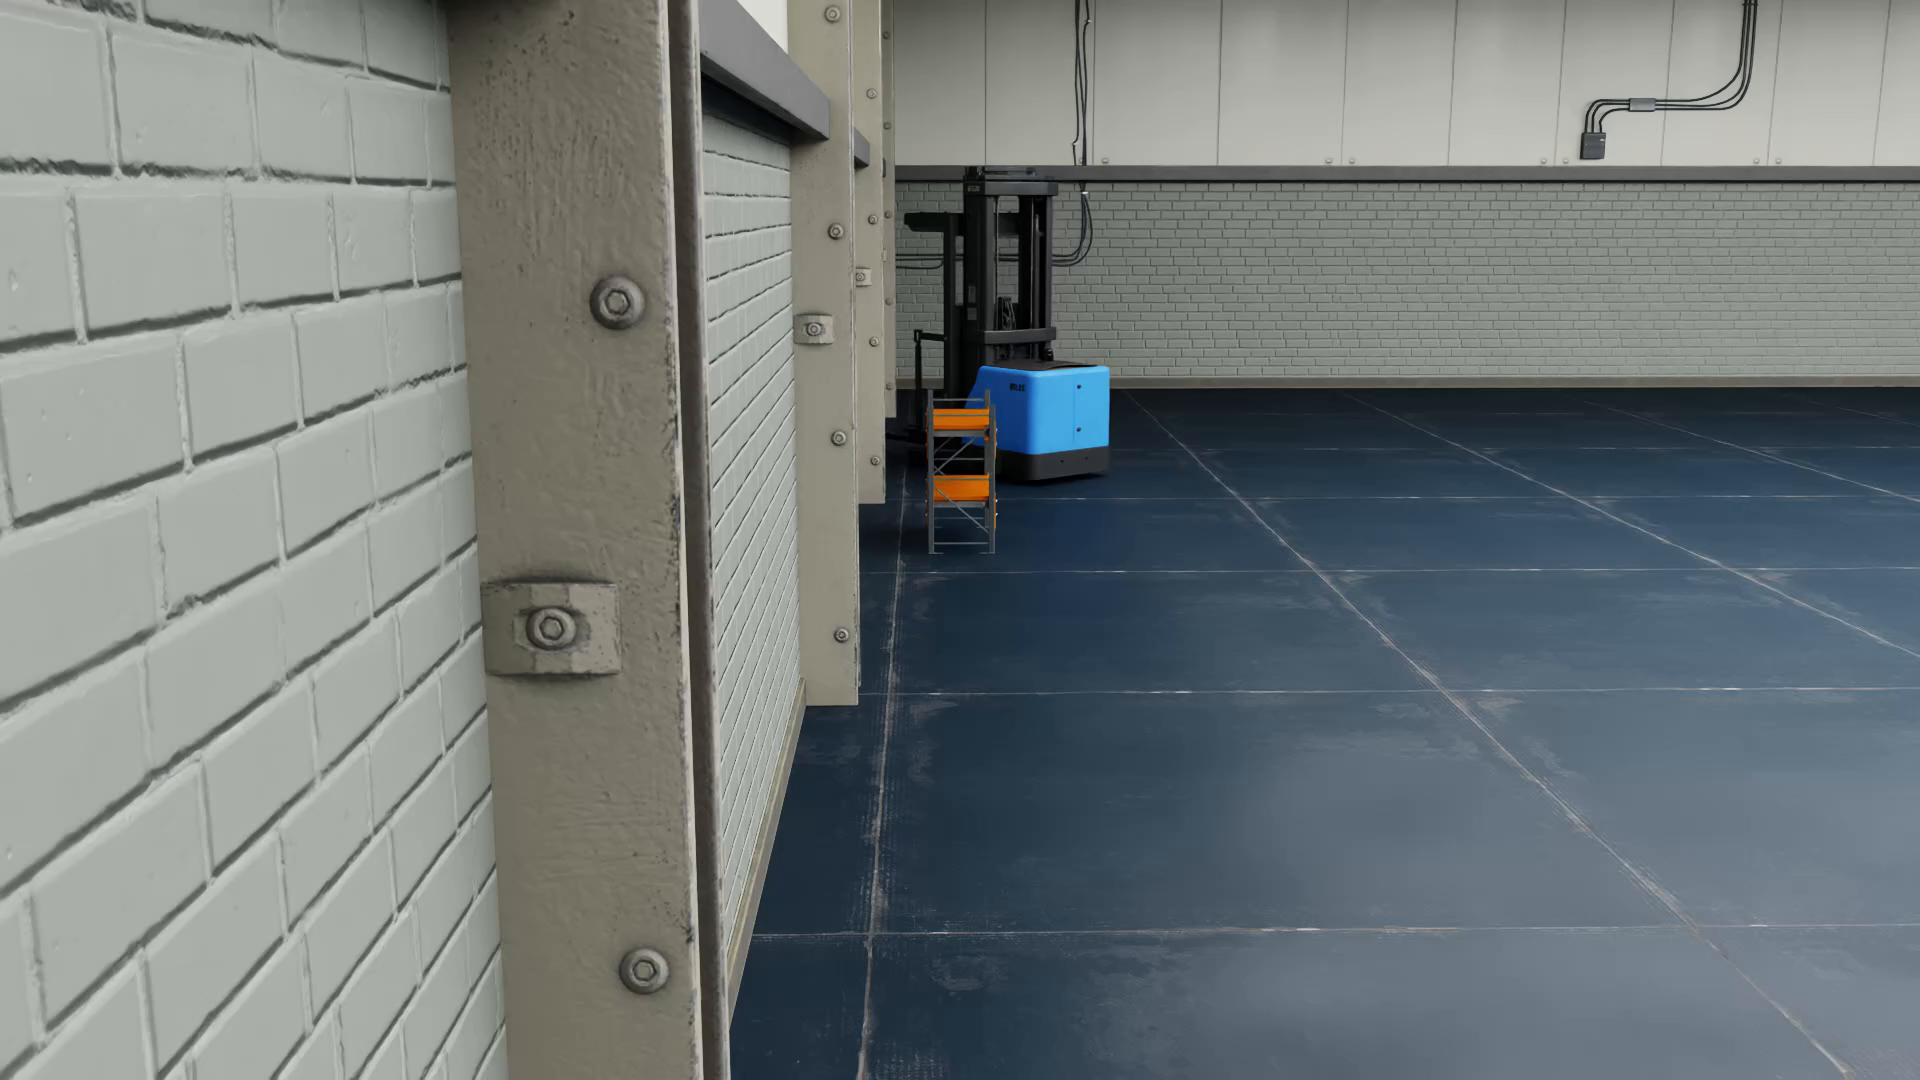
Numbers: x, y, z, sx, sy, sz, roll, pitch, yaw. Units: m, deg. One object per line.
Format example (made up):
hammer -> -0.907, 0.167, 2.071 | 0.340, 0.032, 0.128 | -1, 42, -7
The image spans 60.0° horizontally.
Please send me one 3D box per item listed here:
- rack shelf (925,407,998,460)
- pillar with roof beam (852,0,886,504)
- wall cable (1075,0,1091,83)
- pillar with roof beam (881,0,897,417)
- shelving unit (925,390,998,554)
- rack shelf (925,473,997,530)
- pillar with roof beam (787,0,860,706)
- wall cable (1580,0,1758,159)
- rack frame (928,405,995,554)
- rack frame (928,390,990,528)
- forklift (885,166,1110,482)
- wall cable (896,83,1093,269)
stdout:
rack shelf -> 0.000, -0.837, 12.882 | 0.538, 0.278, 1.000 | 0, 11, -1
pillar with roof beam -> 3.482, -4.789, 14.030 | 9.100, 9.000, 0.400 | 0, 11, -1
wall cable -> 3.019, -7.519, 22.597 | 3.097, 2.526, 0.112 | 0, 11, -1
pillar with roof beam -> 3.358, -5.981, 19.909 | 9.100, 9.000, 0.400 | 0, 11, -1
shelving unit -> 0.000, -0.550, 12.941 | 0.538, 1.125, 1.048 | 0, 11, -1
rack shelf -> 0.000, -0.310, 12.989 | 0.538, 0.278, 1.000 | 0, 11, -1
pillar with roof beam -> 3.606, -3.596, 8.151 | 9.100, 9.000, 0.400 | 0, 11, -1
wall cable -> 9.806, -8.257, 22.574 | 2.305, 6.003, 0.169 | 0, 11, -1
rack frame -> 0.011, -0.449, 12.443 | 0.500, 1.125, 0.032 | 0, 11, -1
rack frame -> -0.010, -0.651, 13.439 | 0.500, 1.125, 0.032 | 0, 11, -1
forklift -> 0.140, -2.214, 16.602 | 1.130, 2.935, 3.031 | -9, 14, -37
wall cable -> 0.315, -5.033, 23.044 | 3.097, 2.526, 0.112 | 0, 11, -1
